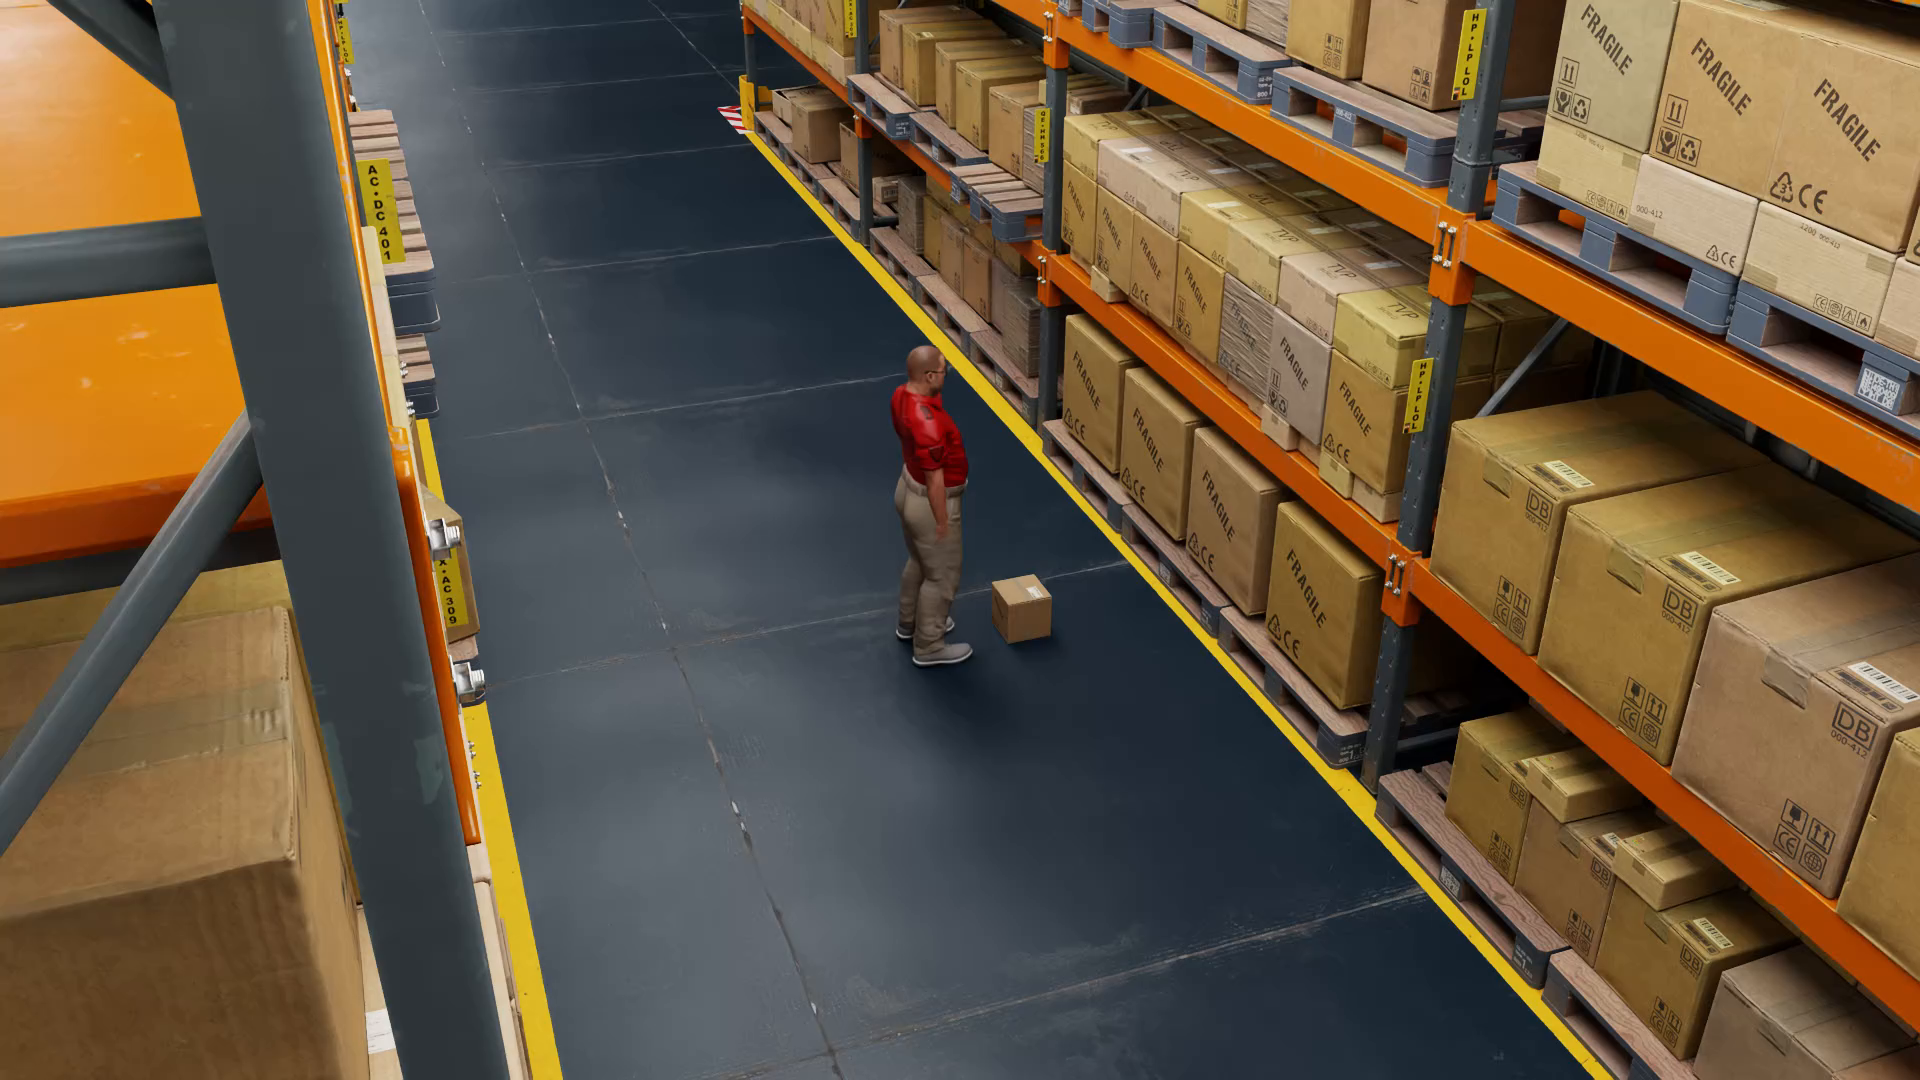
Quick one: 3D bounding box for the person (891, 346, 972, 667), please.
[{"bbox_3d":[-0.142,-0.191,8.490,0.360,1.722,0.528,-10,31,-16],"label":"person"}]
